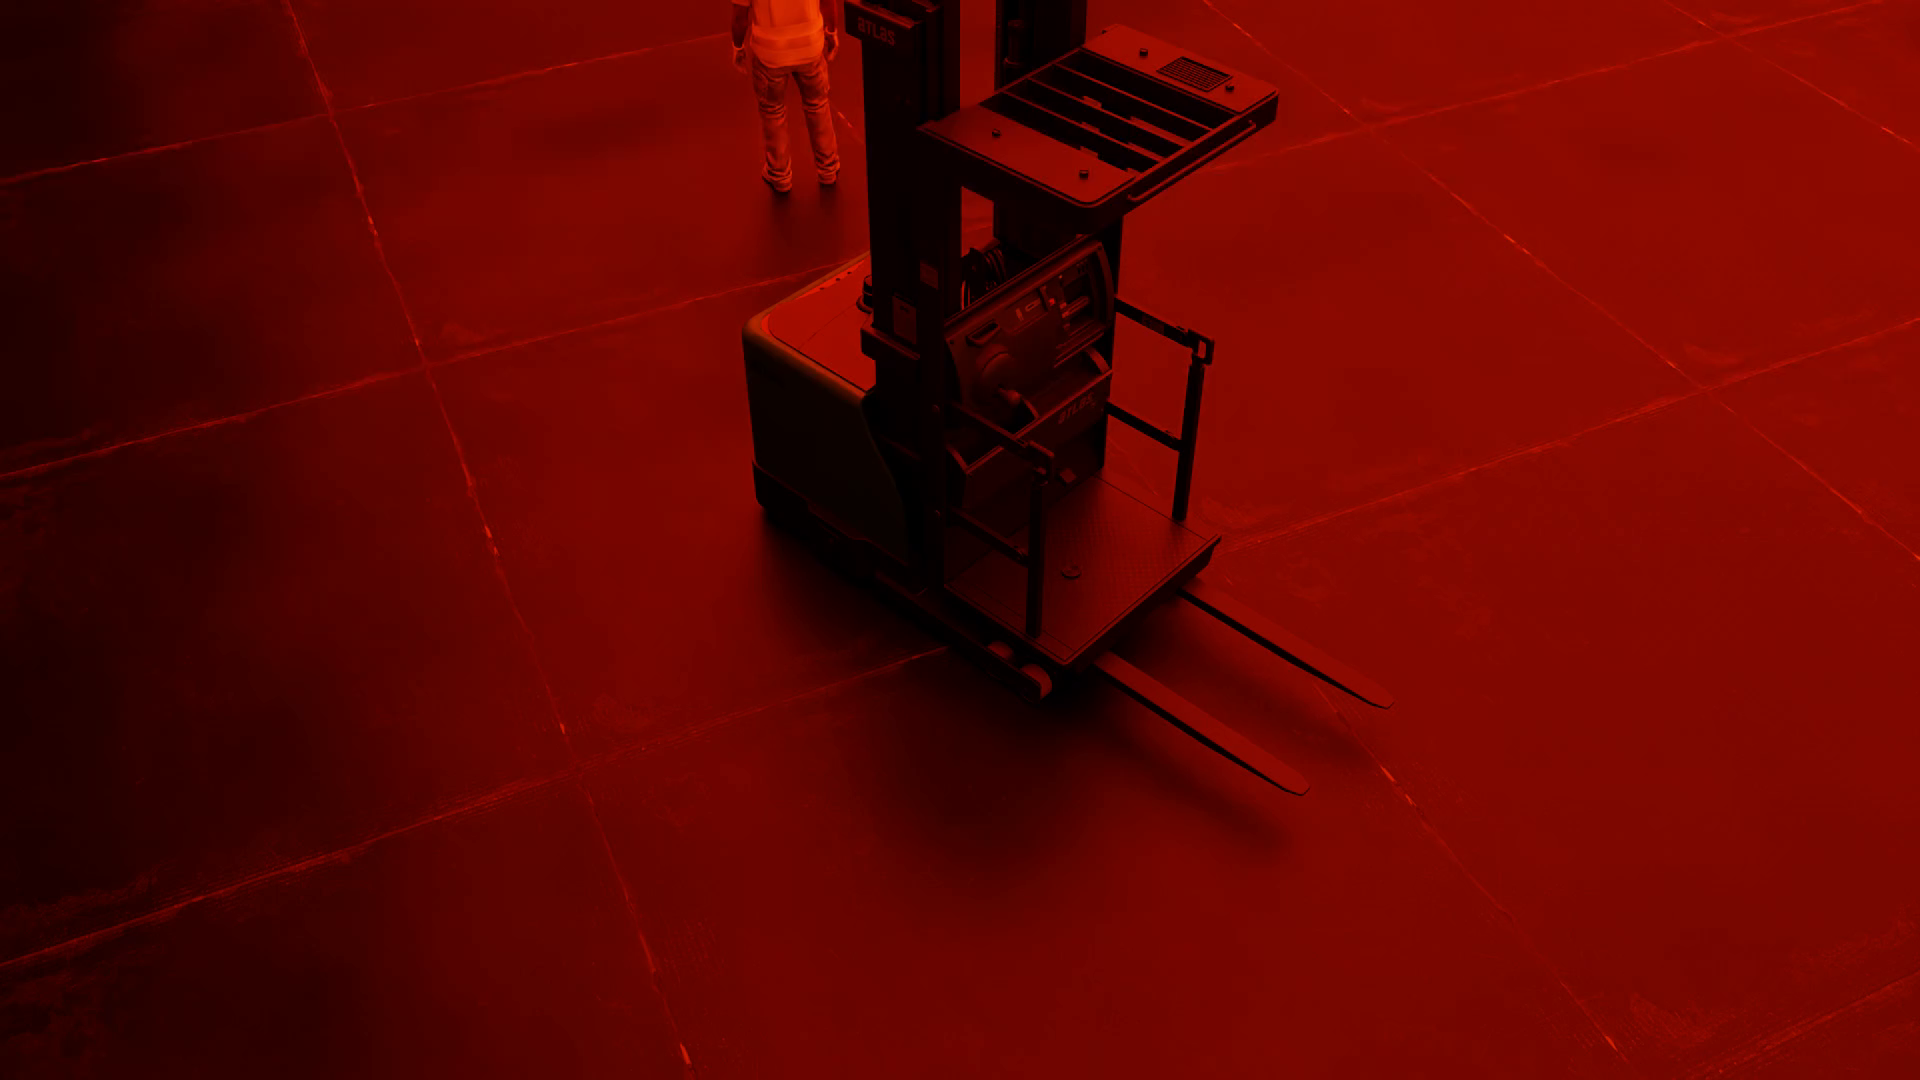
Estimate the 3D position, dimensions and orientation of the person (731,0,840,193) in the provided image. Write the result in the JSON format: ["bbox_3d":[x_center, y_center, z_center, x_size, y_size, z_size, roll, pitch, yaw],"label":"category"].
[{"bbox_3d":[-1.002,-2.856,9.590,0.632,1.775,0.449,-12,44,-12],"label":"person"}]

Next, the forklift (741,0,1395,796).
[{"bbox_3d":[0.445,-0.788,6.525,3.031,2.935,1.130,32,52,30],"label":"forklift"}]
